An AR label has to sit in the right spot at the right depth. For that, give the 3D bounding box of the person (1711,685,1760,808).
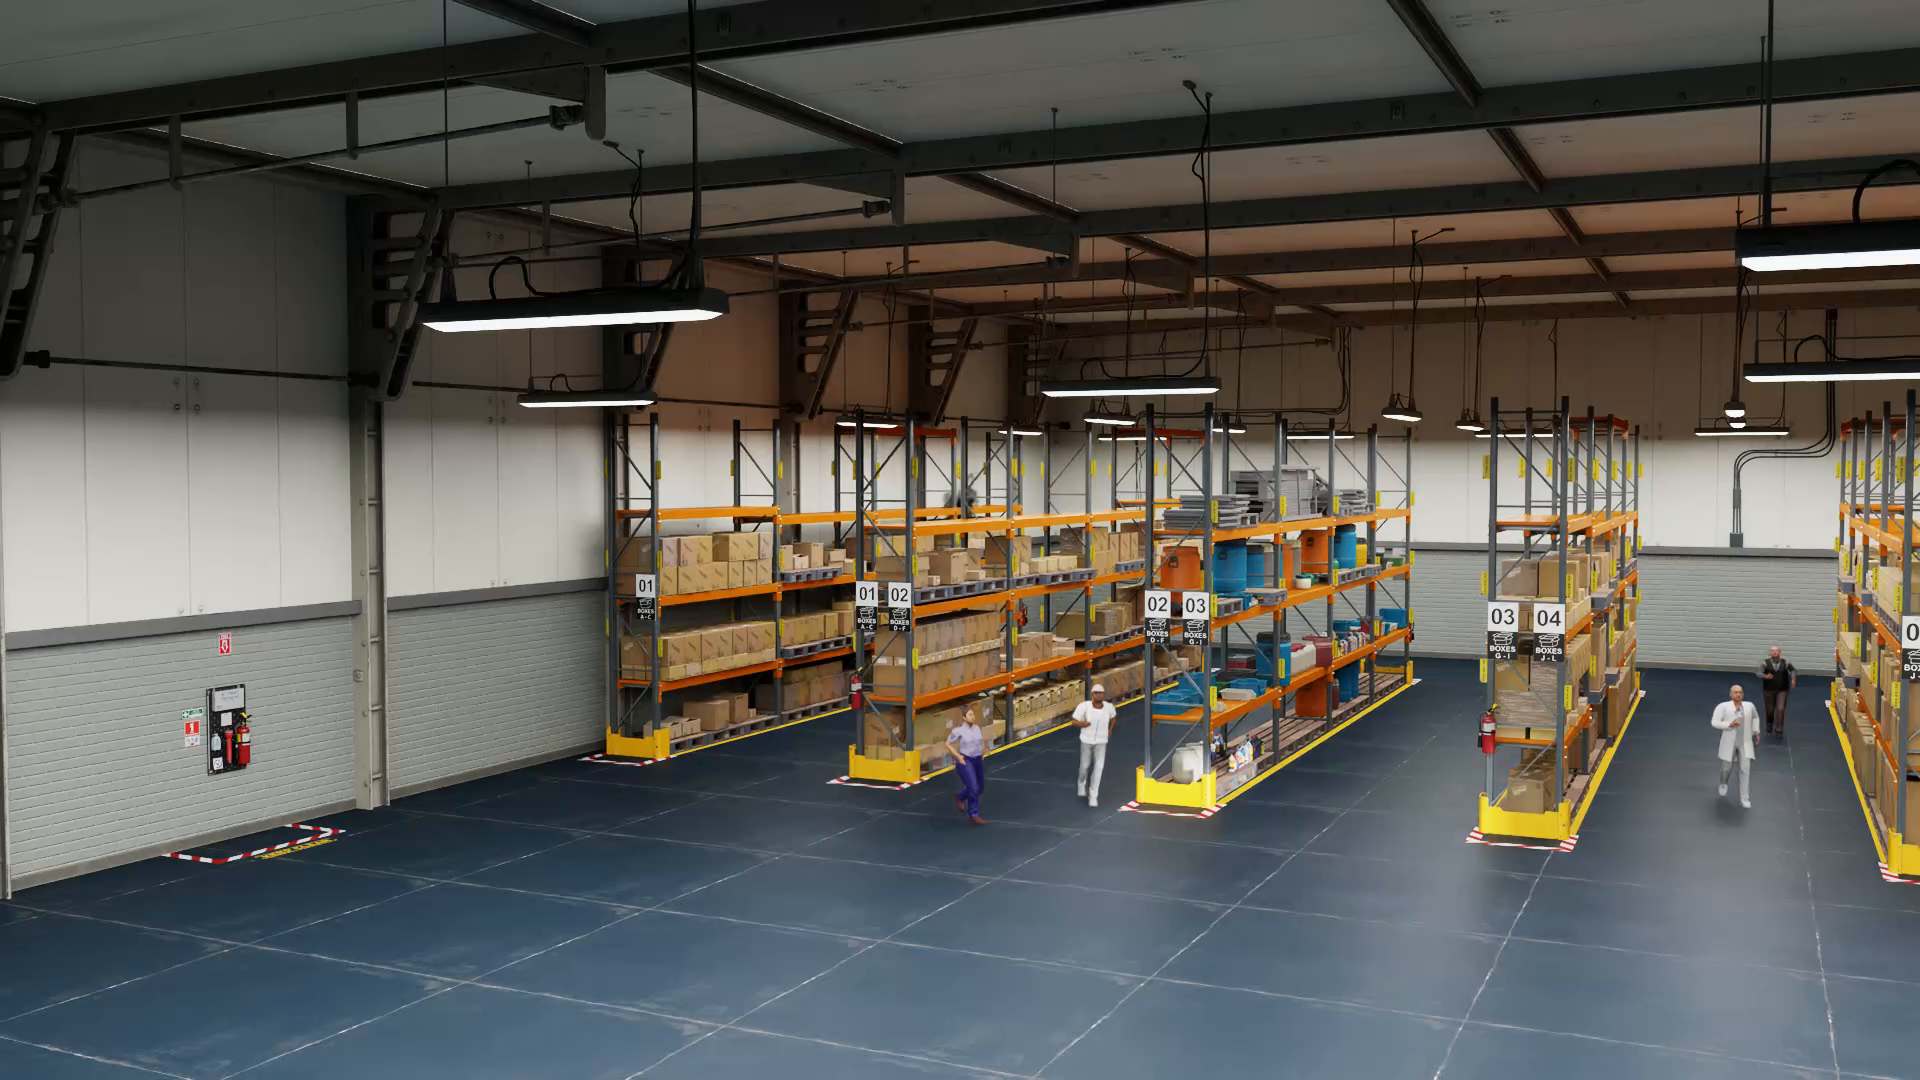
[{"bbox_3d":[11.603,3.047,24.855,0.714,1.755,1.049,1,2,13],"label":"person"}]

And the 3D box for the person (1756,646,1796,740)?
[{"bbox_3d":[15.153,2.813,30.894,0.666,1.674,1.043,1,3,28],"label":"person"}]

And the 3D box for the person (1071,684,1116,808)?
[{"bbox_3d":[2.024,3.063,25.044,0.702,1.806,0.853,0,2,-1],"label":"person"}]

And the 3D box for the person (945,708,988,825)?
[{"bbox_3d":[0.110,3.197,23.703,0.619,1.610,0.793,-2,3,-42],"label":"person"}]
